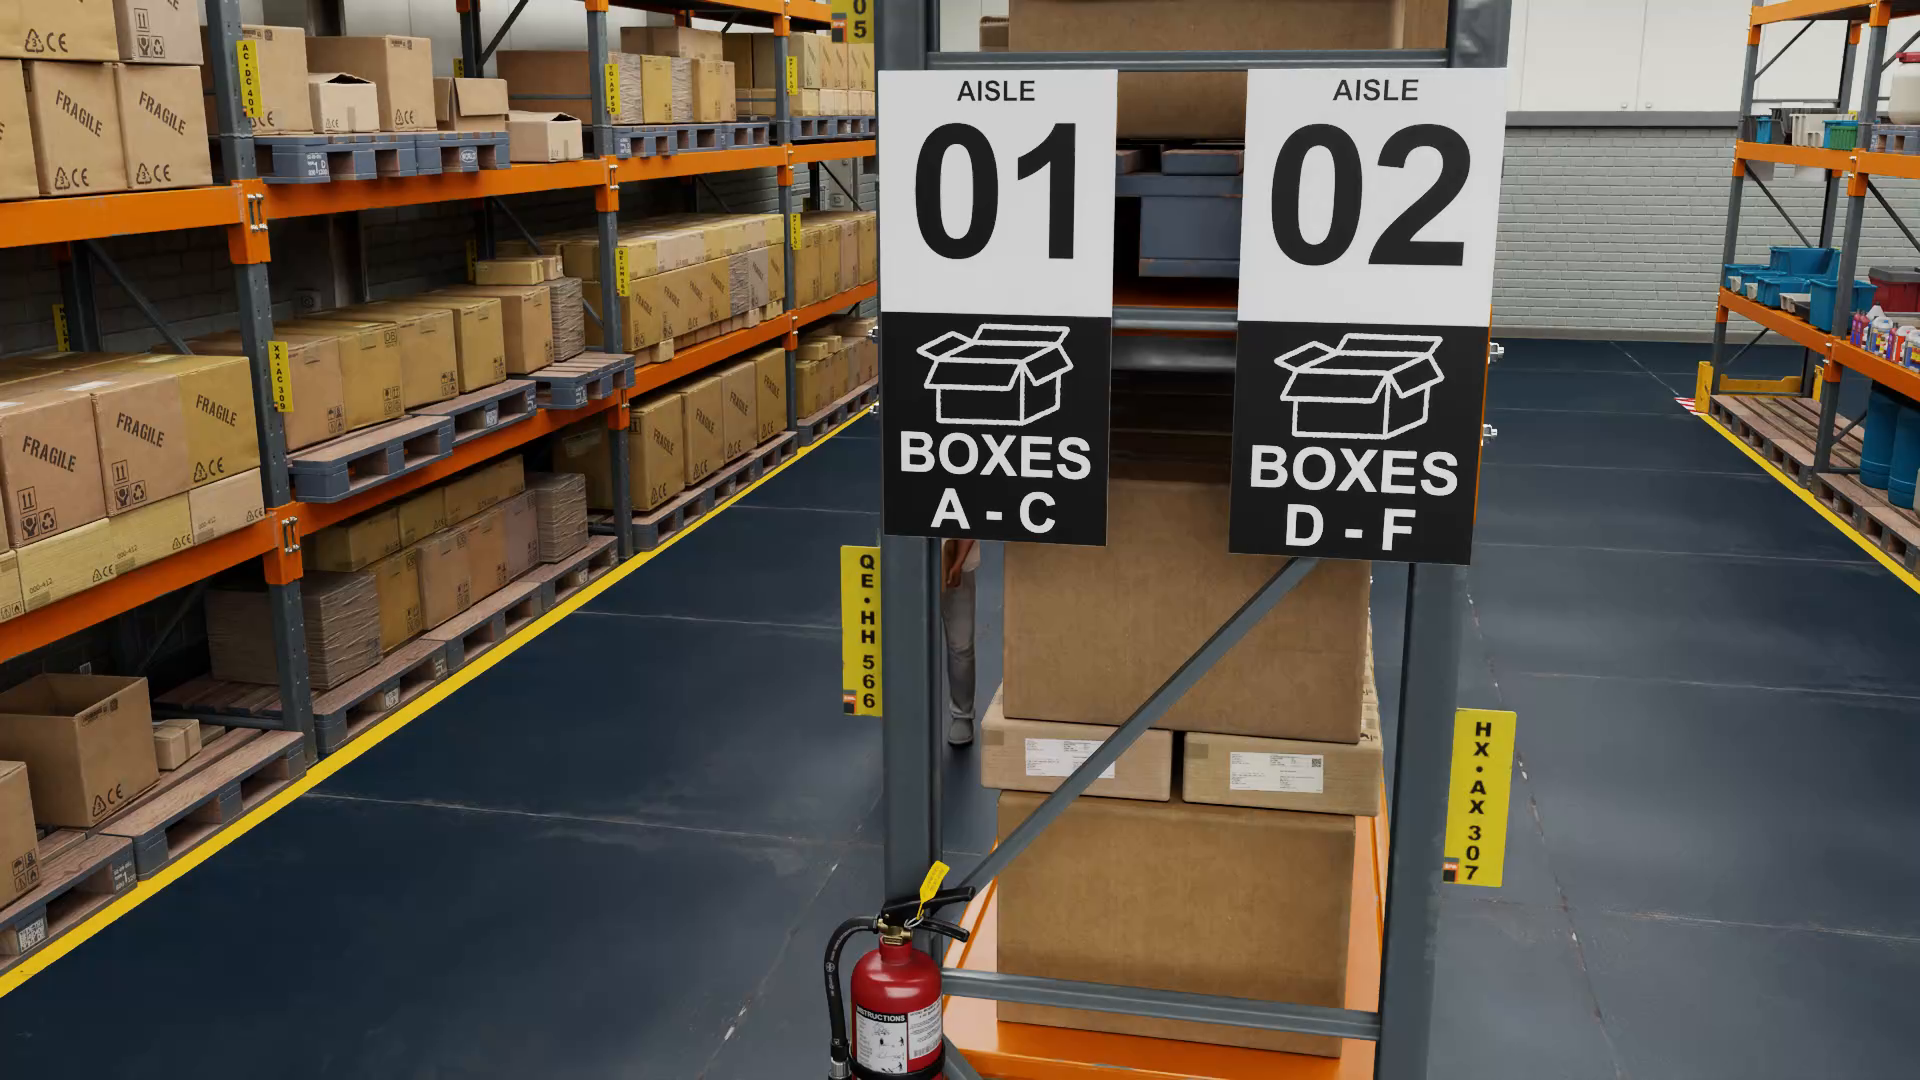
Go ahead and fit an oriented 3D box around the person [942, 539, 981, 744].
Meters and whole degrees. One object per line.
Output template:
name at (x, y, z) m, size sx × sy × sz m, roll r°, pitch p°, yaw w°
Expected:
person at (-0.119, 0.171, 8.310) m, size 0.505 × 1.763 × 0.559 m, roll 3°, pitch 15°, yaw 11°
